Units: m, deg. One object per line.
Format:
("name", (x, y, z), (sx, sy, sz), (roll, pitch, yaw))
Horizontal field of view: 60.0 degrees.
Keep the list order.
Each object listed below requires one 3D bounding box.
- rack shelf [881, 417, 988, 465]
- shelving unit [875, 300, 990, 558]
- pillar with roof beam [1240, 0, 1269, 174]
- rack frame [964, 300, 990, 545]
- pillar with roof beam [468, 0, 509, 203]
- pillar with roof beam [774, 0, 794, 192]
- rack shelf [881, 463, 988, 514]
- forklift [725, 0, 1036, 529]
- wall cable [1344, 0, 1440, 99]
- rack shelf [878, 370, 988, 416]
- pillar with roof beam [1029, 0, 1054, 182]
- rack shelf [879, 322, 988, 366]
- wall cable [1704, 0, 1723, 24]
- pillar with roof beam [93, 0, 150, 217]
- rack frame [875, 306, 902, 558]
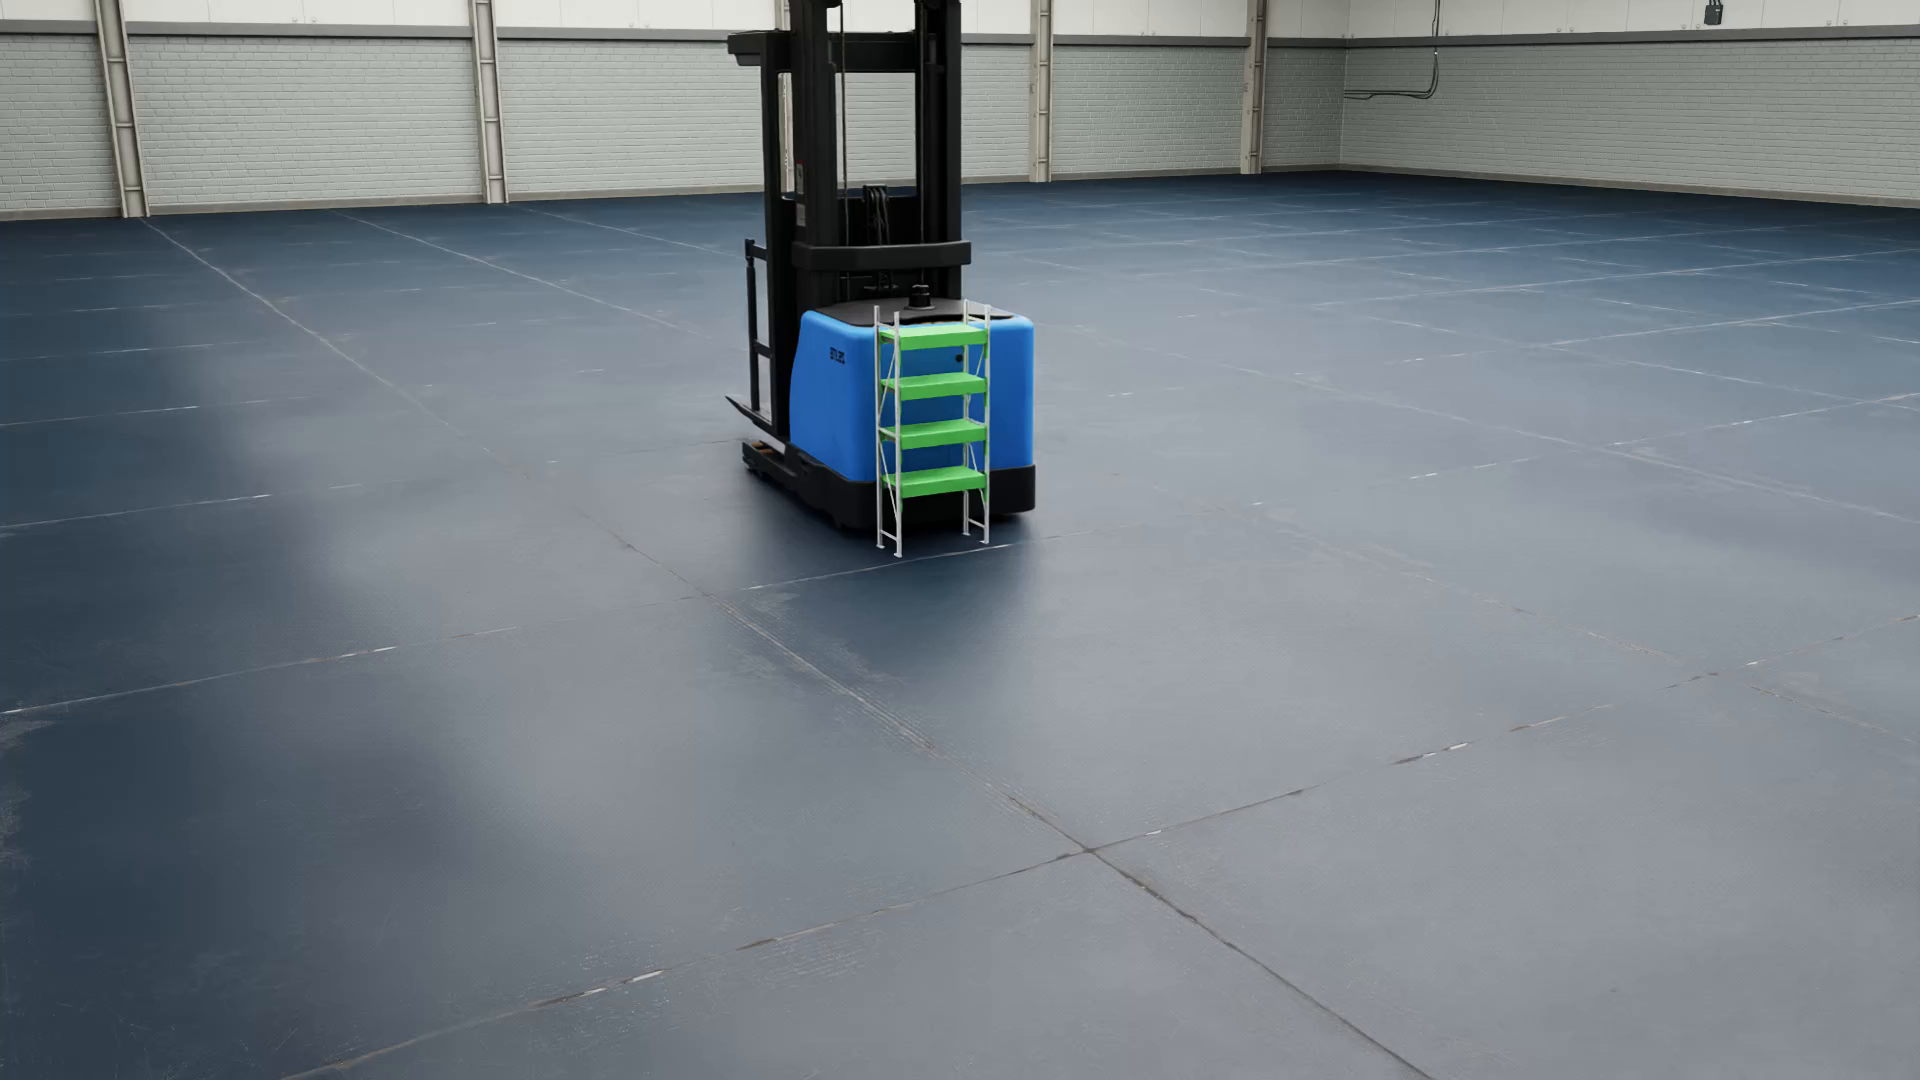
("rack shelf", (-0.133, -0.490, 8.194), (0.480, 0.148, 0.258), (-8, 18, -27))
("shelving unit", (-0.133, -0.552, 8.176), (0.503, 1.200, 0.258), (-8, 18, -27))
("pillar with roof beam", (9.113, -12.047, 34.734), (0.400, 9.000, 9.100), (-9, 18, -30))
("rack frame", (0.082, -0.583, 8.287), (0.015, 1.200, 0.240), (-8, 18, -27))
("pillar with roof beam", (-6.316, -9.545, 25.808), (0.400, 9.000, 9.100), (-9, 18, -30))
("pillar with roof beam", (-1.173, -10.379, 28.783), (0.400, 9.000, 9.100), (-9, 18, -30))
("rack shelf", (-0.133, -0.259, 8.258), (0.480, 0.148, 0.258), (-8, 18, -27))
("forklift", (-0.649, -1.820, 9.493), (1.130, 2.935, 3.031), (-7, 17, -22))
("wall cable", (10.103, -11.651, 39.076), (0.112, 2.526, 3.097), (-9, 18, -30))
("rack shelf", (-0.133, -0.721, 8.129), (0.480, 0.148, 0.258), (-8, 18, -27))
("pillar with roof beam", (3.970, -11.213, 31.759), (0.400, 9.000, 9.100), (-9, 18, -30))
("rack shelf", (-0.133, -0.952, 8.064), (0.480, 0.148, 0.258), (-8, 18, -27))
("wall cable", (14.978, -12.585, 30.354), (0.169, 6.003, 2.305), (-9, 18, -30))
("pillar with roof beam", (-11.459, -8.710, 22.833), (0.400, 9.000, 9.100), (-9, 18, -30))
("rack frame", (-0.349, -0.521, 8.066), (0.015, 1.200, 0.240), (-8, 18, -27))
